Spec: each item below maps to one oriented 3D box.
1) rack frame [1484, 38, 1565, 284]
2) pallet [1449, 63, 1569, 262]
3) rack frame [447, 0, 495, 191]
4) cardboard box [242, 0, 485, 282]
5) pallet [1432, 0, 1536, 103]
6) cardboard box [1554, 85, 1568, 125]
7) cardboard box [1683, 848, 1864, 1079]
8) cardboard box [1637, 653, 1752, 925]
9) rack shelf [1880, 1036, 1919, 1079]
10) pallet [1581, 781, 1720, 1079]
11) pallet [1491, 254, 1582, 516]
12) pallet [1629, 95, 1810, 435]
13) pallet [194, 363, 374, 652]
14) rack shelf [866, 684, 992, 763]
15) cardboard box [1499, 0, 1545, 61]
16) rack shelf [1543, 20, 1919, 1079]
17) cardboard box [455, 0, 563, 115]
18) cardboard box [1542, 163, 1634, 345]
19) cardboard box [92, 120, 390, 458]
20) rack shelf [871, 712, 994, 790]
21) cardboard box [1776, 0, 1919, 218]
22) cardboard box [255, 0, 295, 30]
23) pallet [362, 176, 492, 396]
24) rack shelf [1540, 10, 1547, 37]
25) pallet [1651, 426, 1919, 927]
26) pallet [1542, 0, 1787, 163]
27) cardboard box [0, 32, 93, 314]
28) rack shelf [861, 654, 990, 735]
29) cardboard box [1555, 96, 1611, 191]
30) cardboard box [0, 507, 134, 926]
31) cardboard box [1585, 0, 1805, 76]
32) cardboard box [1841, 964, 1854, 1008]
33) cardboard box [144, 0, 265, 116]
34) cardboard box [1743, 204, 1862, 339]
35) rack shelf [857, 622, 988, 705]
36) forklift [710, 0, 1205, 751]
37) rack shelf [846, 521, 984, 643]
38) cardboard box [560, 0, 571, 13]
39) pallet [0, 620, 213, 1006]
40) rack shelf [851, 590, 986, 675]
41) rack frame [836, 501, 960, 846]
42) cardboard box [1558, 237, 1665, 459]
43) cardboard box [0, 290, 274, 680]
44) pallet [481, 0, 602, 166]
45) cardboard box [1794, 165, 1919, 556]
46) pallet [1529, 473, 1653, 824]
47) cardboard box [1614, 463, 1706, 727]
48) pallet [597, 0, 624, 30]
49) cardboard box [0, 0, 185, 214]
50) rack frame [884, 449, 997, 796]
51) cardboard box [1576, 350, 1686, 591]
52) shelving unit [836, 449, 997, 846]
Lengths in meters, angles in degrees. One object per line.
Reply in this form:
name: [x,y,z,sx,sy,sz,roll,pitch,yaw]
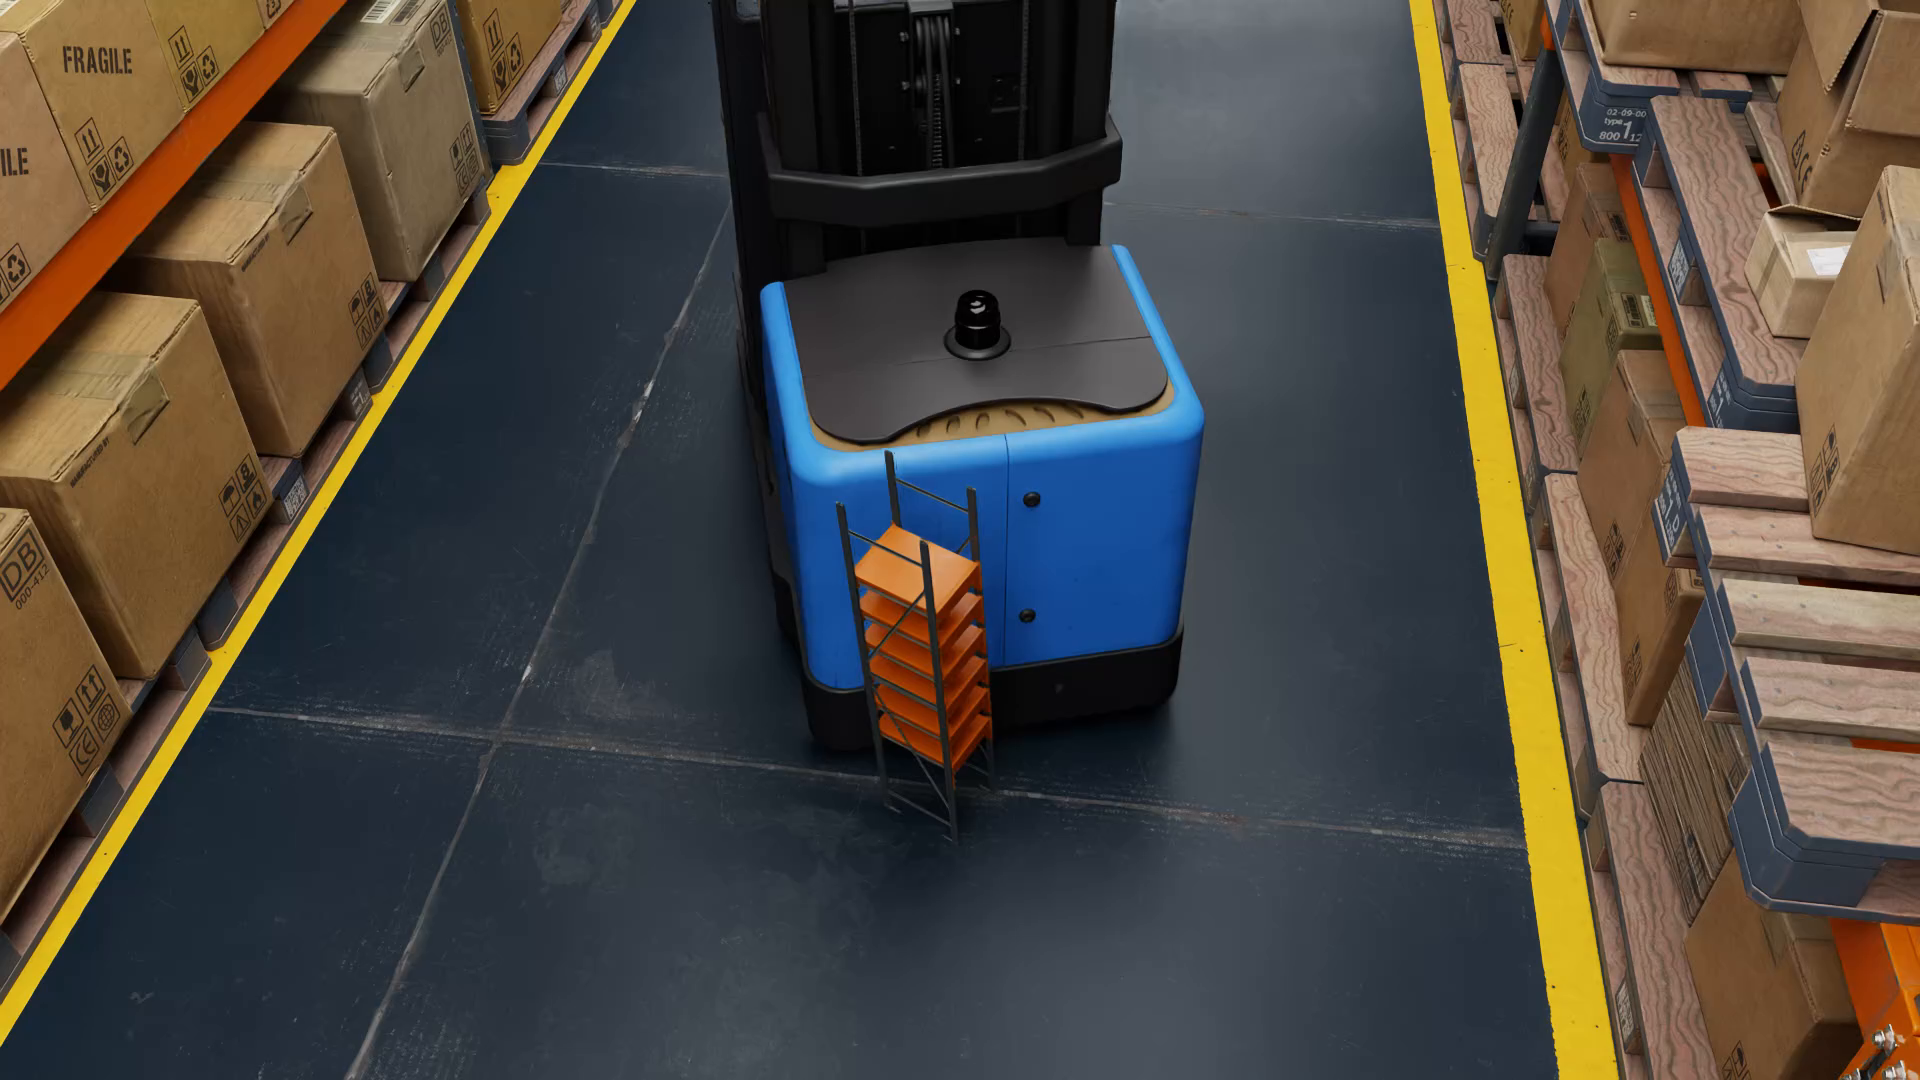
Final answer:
rack frame: [2.493,-2.058,5.241,1.000,3.000,0.127,5,44,6]
pallet: [2.546,-1.506,6.687,1.003,0.211,1.213,5,44,6]
rack frame: [-2.410,-2.577,5.790,1.000,3.000,0.127,5,44,6]
cardboard box: [-2.403,-1.482,5.964,1.050,0.750,0.750,5,44,5]
pallet: [2.705,-2.340,7.568,1.003,0.211,1.213,5,44,6]
cardboard box: [2.653,-1.962,6.653,0.500,0.500,0.500,19,46,19]
cardboard box: [2.033,0.958,3.555,0.700,0.500,0.500,3,44,3]
cardboard box: [2.093,0.579,3.955,0.700,0.500,0.500,2,43,2]
rack shelf: [1.699,2.293,1.170,1.077,0.370,4.000,5,44,6]
pallet: [2.069,1.149,3.883,1.003,0.211,1.213,5,44,6]
pallet: [2.391,-0.514,5.640,1.003,0.211,1.213,5,44,6]
pallet: [2.185,-0.615,3.857,1.003,0.211,1.213,5,44,6]
pallet: [-2.597,-0.198,5.306,1.003,0.211,1.213,5,44,6]
rack shelf: [-0.076,0.413,4.169,0.258,0.103,0.180,24,54,24]
cardboard box: [2.658,-2.393,7.108,0.500,0.500,0.500,2,43,2]
rack shelf: [2.228,-0.433,4.049,1.077,0.370,4.000,5,44,6]
cardboard box: [-2.258,-2.381,6.822,0.875,0.875,0.875,6,44,6]
cardboard box: [2.390,-0.893,5.510,0.700,0.500,0.500,2,43,2]
cardboard box: [-2.535,-0.825,5.270,1.050,0.750,0.750,5,44,6]
rack shelf: [-0.069,0.493,4.258,0.258,0.103,0.180,24,54,24]
cardboard box: [2.355,-1.058,3.805,0.797,0.503,0.637,9,44,10]
cardboard box: [-2.281,-1.889,4.991,0.500,0.500,0.500,5,44,5]
pallet: [-2.438,-1.032,6.186,1.003,0.211,1.213,5,44,6]
rack shelf: [2.757,-3.159,6.928,1.077,0.370,4.000,5,44,6]
pallet: [1.952,0.243,2.951,1.213,0.211,1.003,5,44,6]
pallet: [2.247,-1.480,4.771,1.003,0.211,1.213,5,44,6]
cardboard box: [-2.481,-0.859,3.903,0.500,0.500,0.500,5,44,5]
rack shelf: [-0.082,0.333,4.080,0.258,0.103,0.180,24,54,24]
cardboard box: [2.585,-1.571,6.241,0.500,0.500,0.500,4,44,4]
cardboard box: [-2.770,0.406,3.970,1.050,0.750,0.750,5,44,5]
cardboard box: [2.249,-1.899,4.332,1.000,1.000,1.000,6,44,6]
cardboard box: [2.023,0.685,3.298,0.500,0.250,0.500,7,44,7]
cardboard box: [-2.348,-1.545,4.627,0.500,0.500,0.500,6,44,6]
cardboard box: [1.917,-0.596,3.490,0.396,0.266,0.258,4,44,4]
rack shelf: [-0.089,0.253,3.990,0.258,0.103,0.180,24,54,24]
forklift: [-0.168,-1.514,4.718,1.130,2.935,3.031,-8,44,-8]
rack shelf: [-0.102,0.094,3.812,0.258,0.103,0.180,24,54,24]
cardboard box: [-2.143,-2.995,7.472,0.875,0.875,0.875,6,44,6]
pallet: [-2.760,0.631,4.430,1.003,0.211,1.213,5,44,6]
rack shelf: [-0.096,0.174,3.901,0.258,0.103,0.180,24,54,24]
rack frame: [-0.135,0.362,3.998,0.240,1.200,0.006,24,54,24]
cardboard box: [2.308,-0.570,5.168,0.700,0.500,0.500,5,44,5]
cardboard box: [-2.657,-0.190,4.600,1.050,0.750,0.750,6,44,6]
pallet: [-2.232,-2.076,7.289,1.003,0.211,1.213,5,44,6]
cardboard box: [1.970,-0.281,2.987,0.700,0.500,0.500,11,45,12]
pallet: [2.232,0.320,4.759,1.003,0.211,1.213,5,44,6]
cardboard box: [2.161,0.192,4.364,0.700,0.500,0.500,9,44,9]
pallet: [-2.074,-2.910,8.169,1.003,0.211,1.213,5,44,6]
cardboard box: [-2.413,-1.199,4.262,0.500,0.500,0.500,5,44,5]
rack frame: [-0.035,0.245,4.095,0.240,1.200,0.006,24,54,24]
cardboard box: [2.235,-0.188,4.765,0.700,0.500,0.500,2,43,2]
shelving unit: [-0.085,0.304,4.047,0.258,1.200,0.189,24,54,24]
